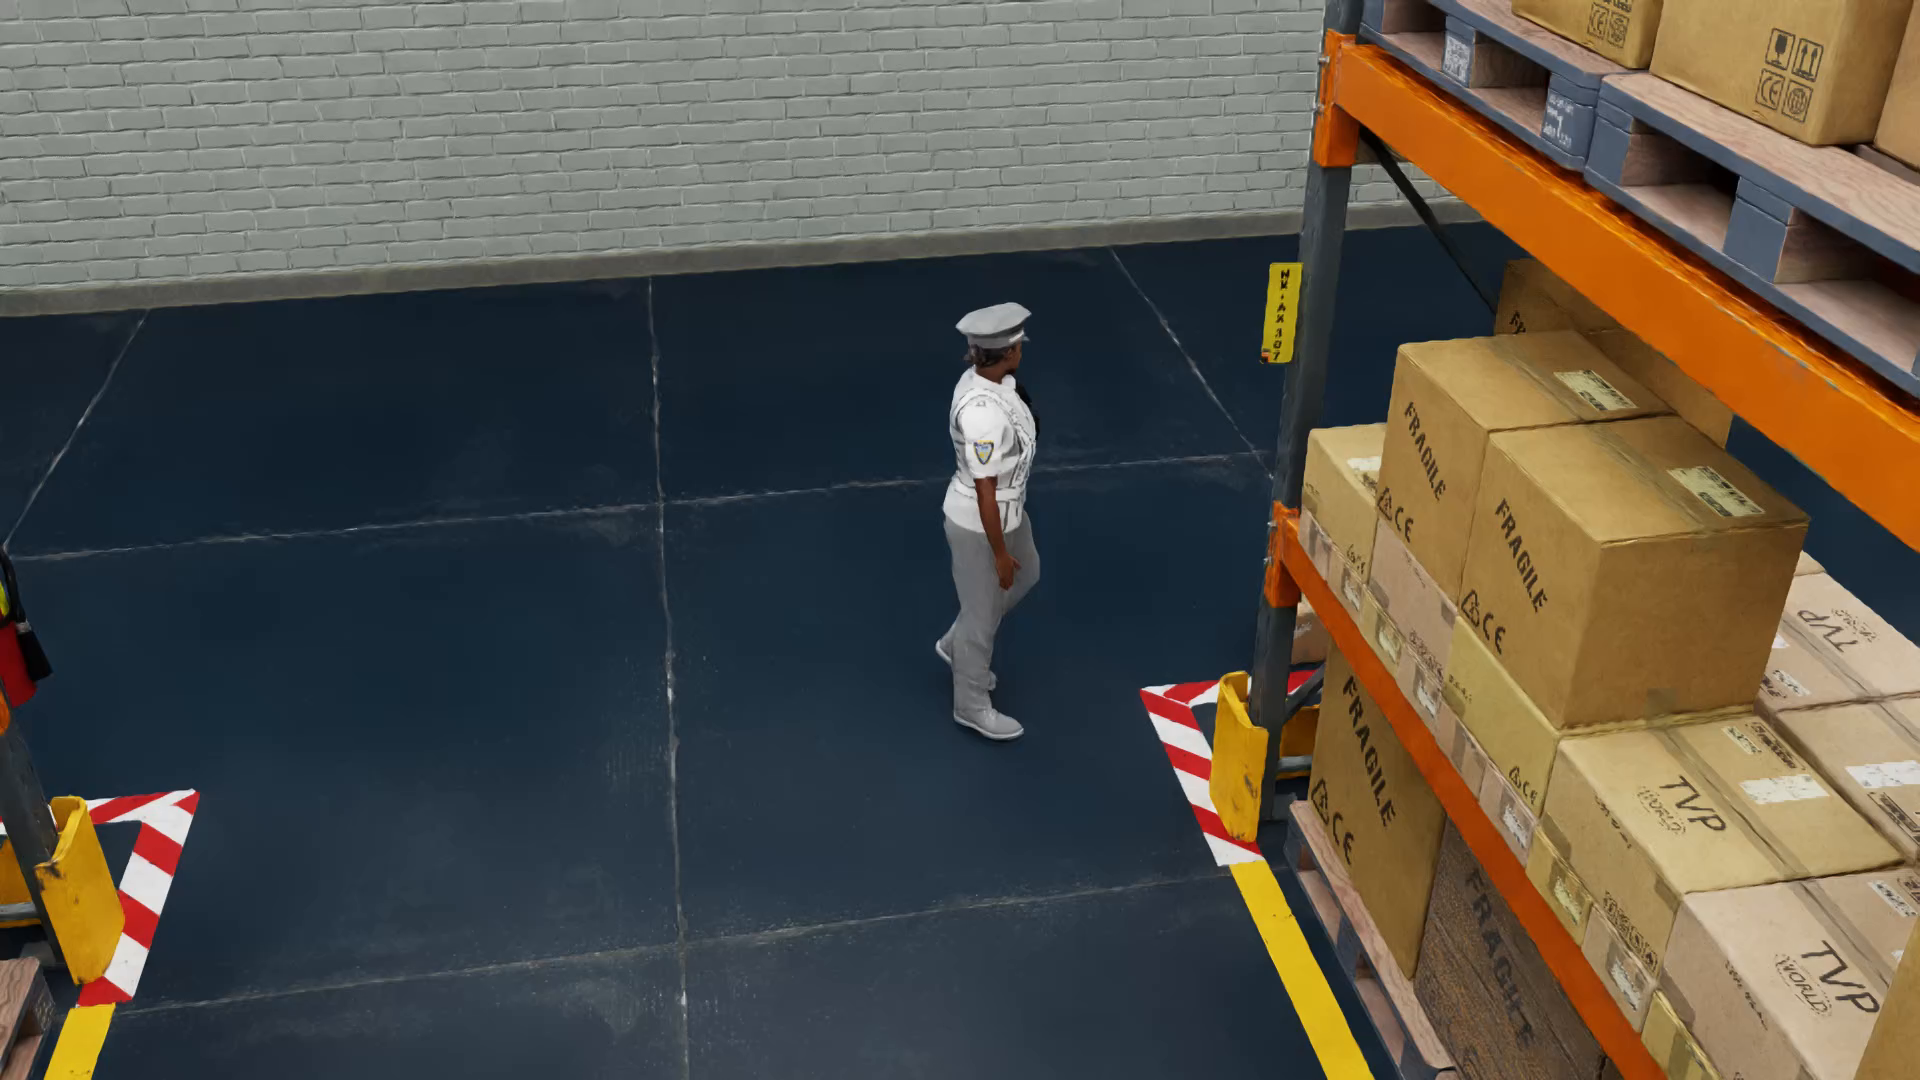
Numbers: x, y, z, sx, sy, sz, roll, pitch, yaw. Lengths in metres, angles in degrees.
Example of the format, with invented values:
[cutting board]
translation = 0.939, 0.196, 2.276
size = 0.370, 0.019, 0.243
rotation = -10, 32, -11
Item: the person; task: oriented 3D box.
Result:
[person]
translation = 0.081, -0.065, 6.217
size = 0.409, 1.654, 0.508
rotation = 5, 31, 8
